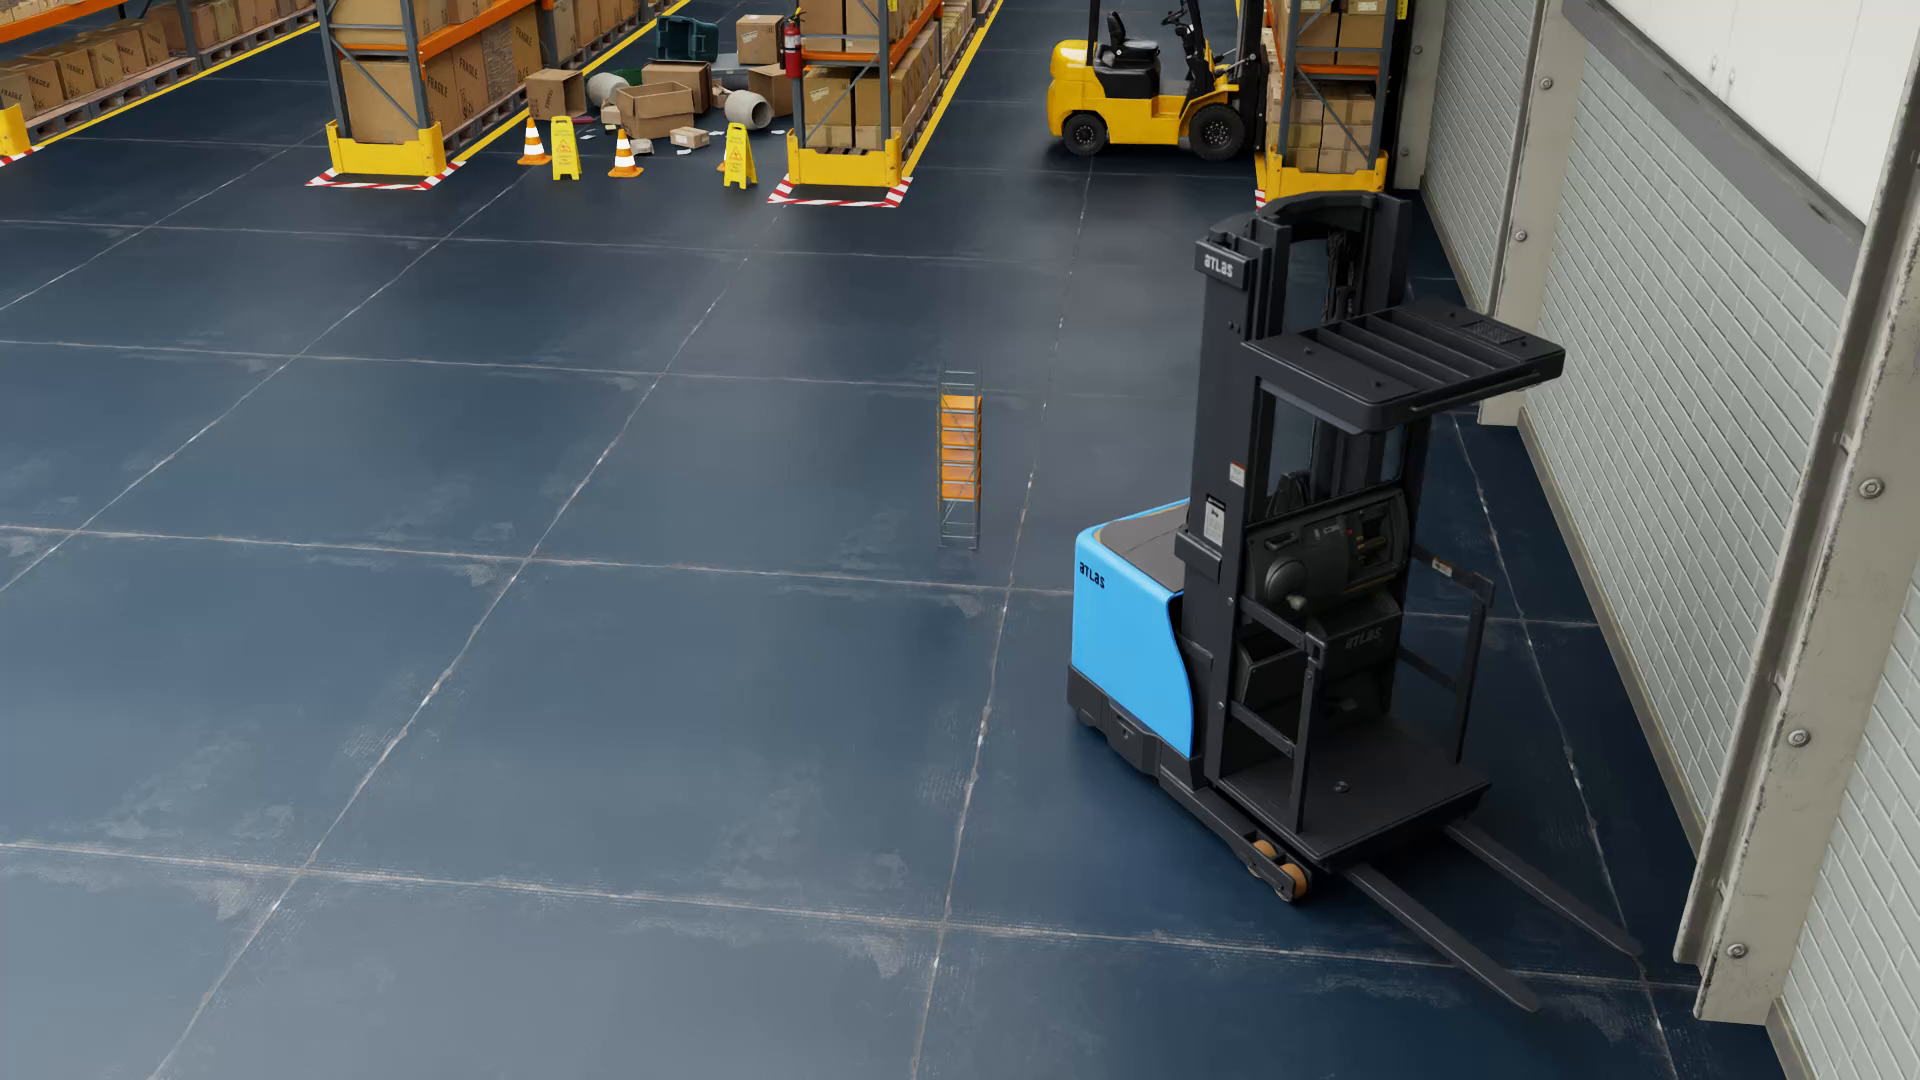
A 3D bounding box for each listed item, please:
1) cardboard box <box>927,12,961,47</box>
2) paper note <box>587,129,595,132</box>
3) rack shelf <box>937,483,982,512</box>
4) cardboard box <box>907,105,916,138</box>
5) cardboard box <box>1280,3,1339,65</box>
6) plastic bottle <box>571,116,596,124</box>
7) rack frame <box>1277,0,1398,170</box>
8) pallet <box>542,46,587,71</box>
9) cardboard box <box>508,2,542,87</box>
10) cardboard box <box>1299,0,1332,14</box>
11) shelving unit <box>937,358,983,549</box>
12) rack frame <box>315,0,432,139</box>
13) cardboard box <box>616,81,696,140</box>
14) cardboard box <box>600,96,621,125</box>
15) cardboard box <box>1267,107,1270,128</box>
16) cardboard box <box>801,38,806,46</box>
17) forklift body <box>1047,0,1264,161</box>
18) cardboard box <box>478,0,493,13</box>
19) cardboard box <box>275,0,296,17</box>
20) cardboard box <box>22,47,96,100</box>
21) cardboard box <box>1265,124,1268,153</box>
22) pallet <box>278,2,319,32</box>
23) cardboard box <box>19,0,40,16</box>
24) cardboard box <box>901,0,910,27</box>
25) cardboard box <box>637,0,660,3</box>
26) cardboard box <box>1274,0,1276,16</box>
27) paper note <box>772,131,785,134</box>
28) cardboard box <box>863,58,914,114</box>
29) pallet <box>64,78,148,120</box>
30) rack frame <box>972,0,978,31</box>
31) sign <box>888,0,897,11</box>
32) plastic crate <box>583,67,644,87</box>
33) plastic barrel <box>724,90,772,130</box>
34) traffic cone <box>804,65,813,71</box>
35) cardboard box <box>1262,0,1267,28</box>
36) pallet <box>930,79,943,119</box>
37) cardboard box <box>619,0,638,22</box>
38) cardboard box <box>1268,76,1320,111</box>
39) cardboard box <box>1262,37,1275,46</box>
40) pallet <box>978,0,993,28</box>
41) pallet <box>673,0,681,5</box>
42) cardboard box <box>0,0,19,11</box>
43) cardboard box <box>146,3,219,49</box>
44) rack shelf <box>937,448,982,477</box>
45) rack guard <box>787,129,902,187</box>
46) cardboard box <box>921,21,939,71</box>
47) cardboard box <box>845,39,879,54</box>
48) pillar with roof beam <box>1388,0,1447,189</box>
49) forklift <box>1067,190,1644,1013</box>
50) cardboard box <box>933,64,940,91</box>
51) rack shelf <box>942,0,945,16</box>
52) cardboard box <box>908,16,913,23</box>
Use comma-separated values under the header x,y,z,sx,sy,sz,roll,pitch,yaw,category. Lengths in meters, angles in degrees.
x,y,z,sx,sy,sz,roll,pitch,yaw,category
-0.499,-6.909,22.532,0.950,0.372,0.625,4,29,8,cardboard box
-4.310,-4.782,19.407,0.032,0.001,0.123,20,34,32,paper note
-0.002,-0.271,10.380,0.258,0.103,0.180,3,28,6,rack shelf
-0.775,-4.663,18.491,0.500,0.250,0.500,4,29,8,cardboard box
3.508,-5.090,16.721,0.500,0.500,0.500,3,28,5,cardboard box
-4.462,-4.984,19.730,0.283,0.061,0.133,-6,29,-11,plastic bottle
3.708,-4.799,16.287,1.000,3.000,0.127,3,28,6,rack frame
-5.634,-6.348,22.103,1.003,0.211,1.213,3,28,6,pallet
-5.800,-6.166,20.622,0.875,0.875,0.875,4,29,7,cardboard box
3.472,-5.308,16.442,0.380,0.149,0.250,4,29,7,cardboard box
-0.002,-0.521,10.245,0.258,1.200,0.189,3,28,6,shelving unit
-6.144,-5.325,17.264,1.000,3.000,0.127,3,28,6,rack frame
-3.516,-4.960,19.219,0.797,0.503,0.637,-17,33,-29,cardboard box
-4.036,-5.089,19.707,0.396,0.266,0.258,8,29,15,cardboard box
3.530,-4.476,17.617,0.500,0.250,0.500,3,28,6,cardboard box
-1.464,-5.289,17.462,0.380,0.149,0.250,3,28,6,cardboard box
2.130,-5.424,18.342,2.313,2.155,1.214,3,28,6,forklift body
-5.880,-6.337,18.984,0.875,0.550,0.500,3,28,6,cardboard box
-10.191,-7.942,24.293,0.700,0.500,0.500,1,28,2,cardboard box
-10.826,-5.616,19.996,0.500,0.500,0.500,6,29,11,cardboard box
3.522,-4.246,17.717,0.500,0.250,0.500,3,28,6,cardboard box
-10.171,-7.832,24.856,1.003,0.211,1.213,3,28,6,pallet
-10.677,-6.023,18.825,0.380,0.149,0.250,3,28,6,cardboard box
-0.825,-5.711,17.561,0.500,0.500,0.500,4,29,8,cardboard box
-4.824,-8.494,25.338,0.500,0.500,0.500,2,28,4,cardboard box
3.776,-6.047,18.499,0.500,0.500,0.500,3,28,6,cardboard box
-2.111,-4.744,19.315,0.142,0.019,0.148,-6,29,-11,paper note
-0.783,-5.011,18.347,0.500,0.500,0.500,2,28,4,cardboard box
-10.758,-5.422,20.385,1.003,0.211,1.213,3,28,6,pallet
-0.238,-8.851,23.809,1.000,3.000,0.127,3,28,6,rack frame
-0.680,-5.435,16.555,0.100,0.325,0.005,3,28,6,sign
-4.375,-5.838,21.119,0.450,0.188,0.662,9,28,37,plastic crate
-2.468,-5.011,19.398,0.421,0.421,0.512,-24,36,-37,plastic barrel
-1.966,-6.516,22.150,0.336,0.463,0.334,3,28,6,traffic cone
4.444,-6.786,22.037,0.875,0.625,0.625,2,28,4,cardboard box
-0.776,-5.422,20.384,1.003,0.211,1.213,3,28,6,pallet
-5.328,-8.004,24.166,1.050,0.750,0.750,3,28,6,cardboard box
3.512,-4.689,17.485,0.500,0.250,0.500,4,29,7,cardboard box
3.755,-5.646,19.262,0.500,0.250,0.500,3,28,6,cardboard box
-0.067,-7.990,25.151,1.003,0.211,1.213,3,28,6,pallet
-4.914,-8.804,26.661,1.003,0.211,1.213,3,28,6,pallet
-10.959,-6.094,18.271,0.875,0.500,0.500,3,28,6,cardboard box
-10.467,-6.925,22.405,0.700,0.500,0.500,1,28,2,cardboard box
-0.002,-0.482,10.266,0.258,0.103,0.180,3,28,6,rack shelf
-1.209,-4.021,17.478,1.175,0.500,0.348,3,28,6,rack guard
-0.535,-5.979,20.143,0.500,0.500,0.500,3,28,5,cardboard box
-0.972,-5.123,17.153,0.380,0.149,0.250,3,29,6,cardboard box
0.415,-7.965,15.839,9.100,9.000,0.400,3,28,6,pillar with roof beam
1.766,0.086,7.292,1.130,2.935,3.031,-16,32,-27,forklift
-0.534,-5.649,20.321,0.500,0.250,0.500,5,29,9,cardboard box
-0.484,-7.593,22.232,1.077,0.370,4.000,3,28,6,rack shelf
-0.732,-5.853,18.509,0.380,0.149,0.250,3,28,5,cardboard box
